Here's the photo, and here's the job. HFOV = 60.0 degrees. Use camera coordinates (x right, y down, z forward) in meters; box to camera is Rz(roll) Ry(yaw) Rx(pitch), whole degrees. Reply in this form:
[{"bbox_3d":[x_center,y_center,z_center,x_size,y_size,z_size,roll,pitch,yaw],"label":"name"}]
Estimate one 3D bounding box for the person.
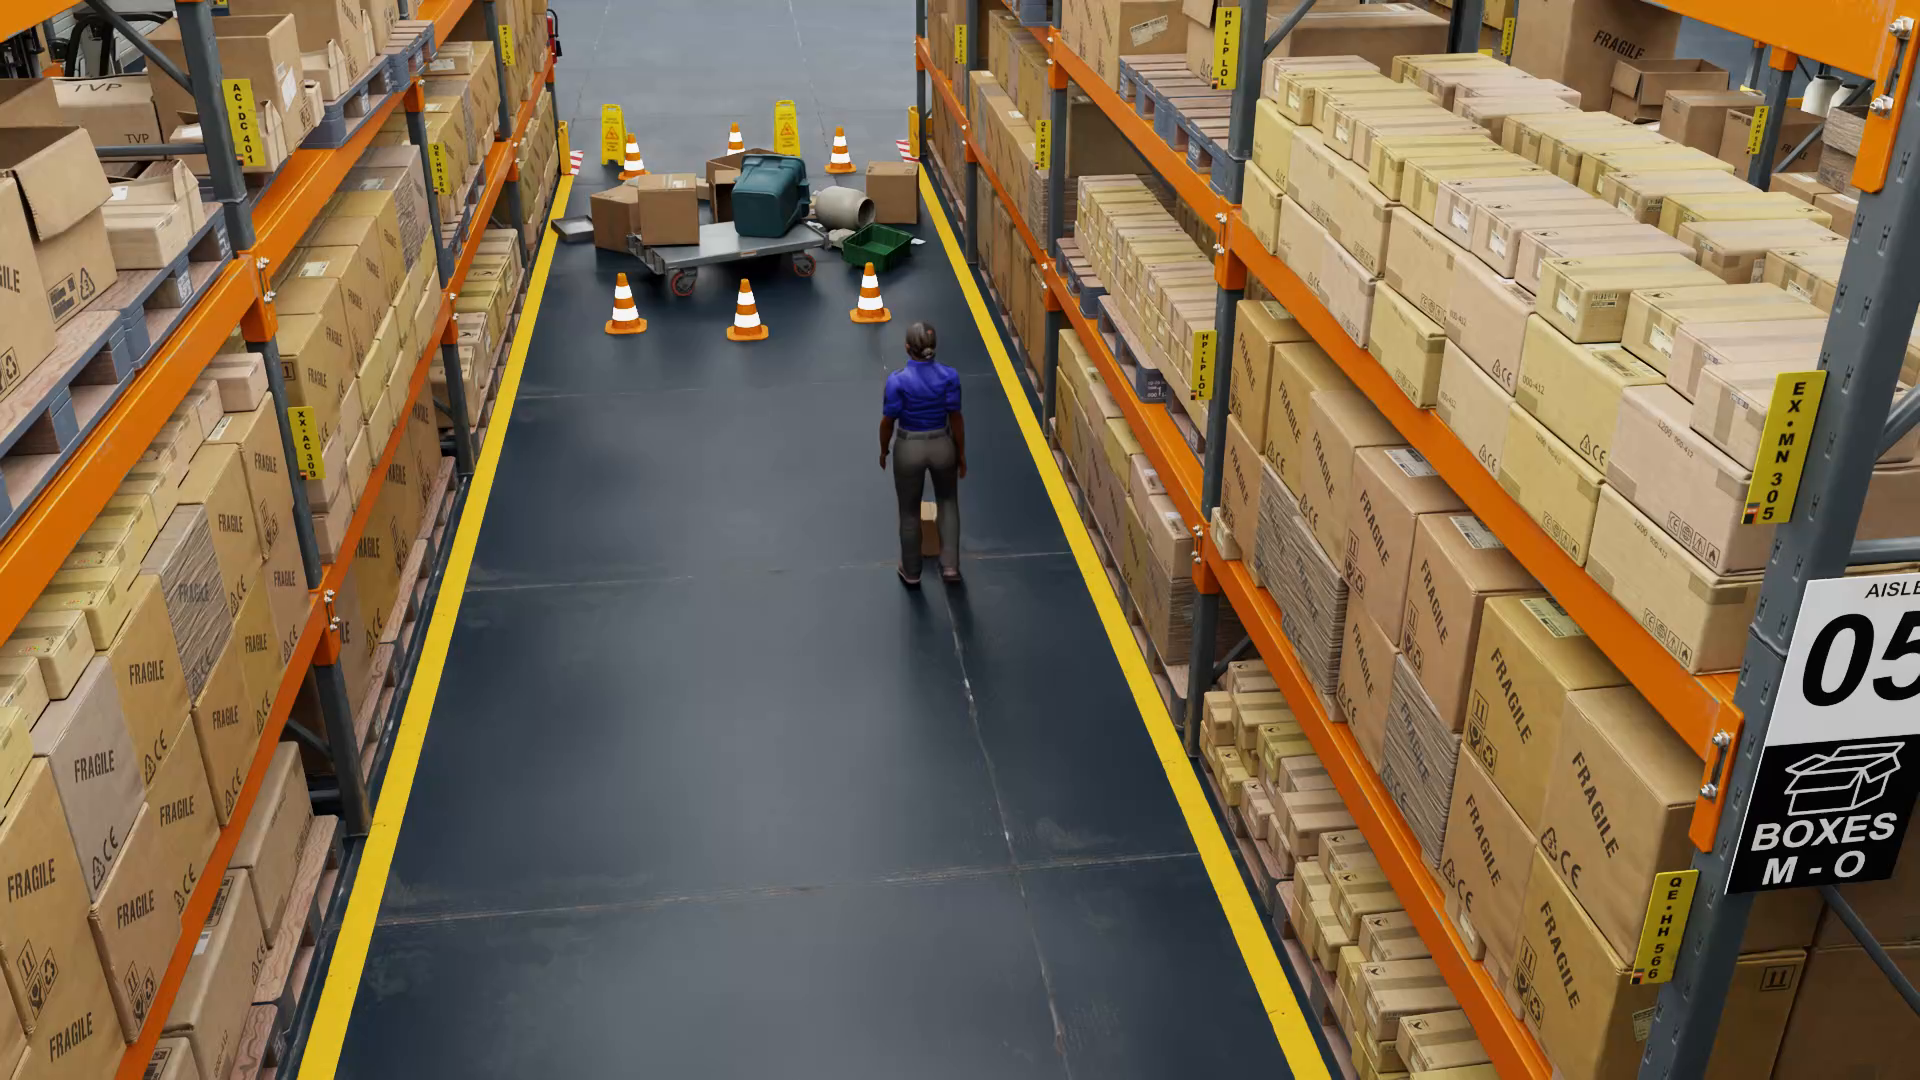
[{"bbox_3d":[-0.220,-0.478,9.545,0.496,1.708,0.437,-6,28,-11],"label":"person"}]
